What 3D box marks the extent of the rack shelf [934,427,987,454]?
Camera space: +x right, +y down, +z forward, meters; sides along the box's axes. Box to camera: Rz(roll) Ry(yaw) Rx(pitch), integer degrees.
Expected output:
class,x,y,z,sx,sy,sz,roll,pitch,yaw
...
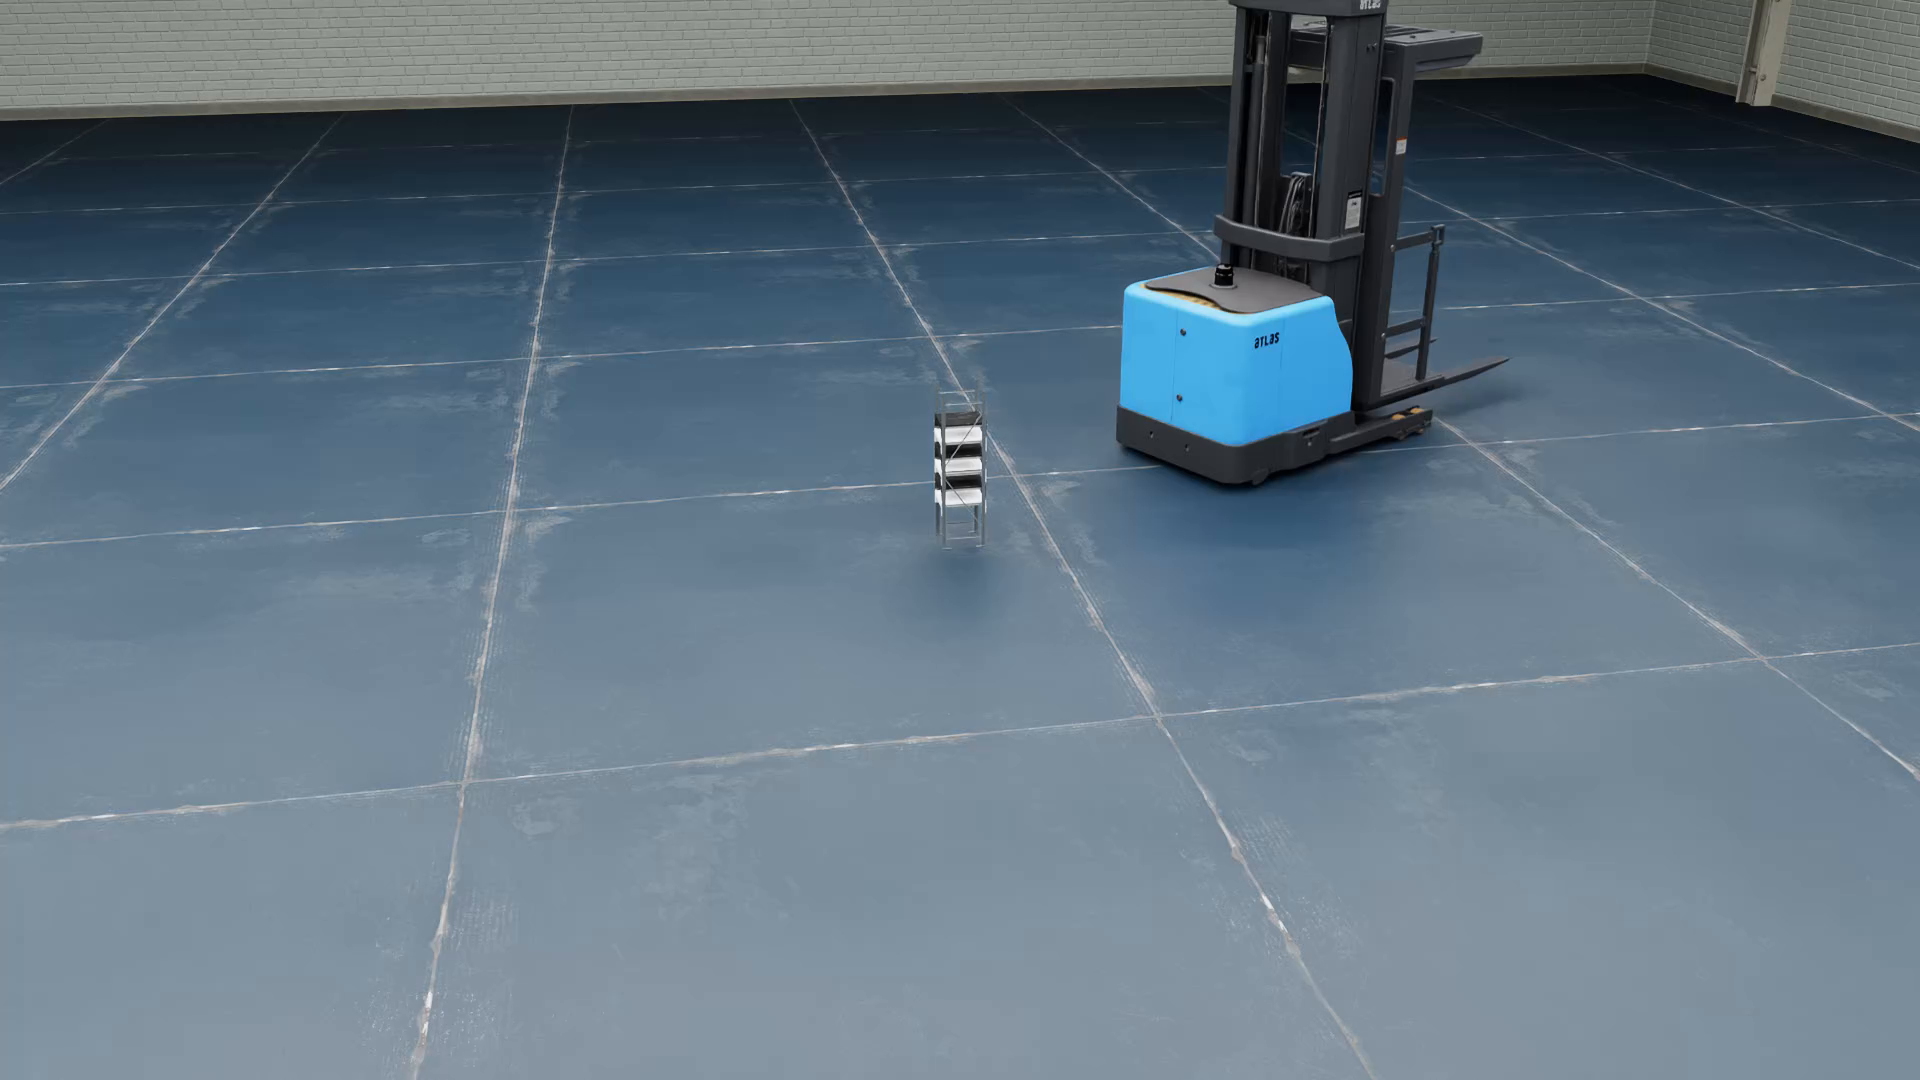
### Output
class,x,y,z,sx,sy,sz,roll,pitch,yaw
rack shelf,0.001,-0.544,9.004,0.258,0.077,0.200,-4,24,-10

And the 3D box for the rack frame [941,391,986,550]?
class,x,y,z,sx,sy,sz,roll,pitch,yaw
rack frame,0.020,-0.369,8.971,0.240,0.900,0.006,-4,24,-10

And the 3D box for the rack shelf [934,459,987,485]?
class,x,y,z,sx,sy,sz,roll,pitch,yaw
rack shelf,0.001,-0.379,9.076,0.258,0.077,0.200,-4,24,-10

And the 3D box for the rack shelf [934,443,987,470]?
class,x,y,z,sx,sy,sz,roll,pitch,yaw
rack shelf,0.001,-0.461,9.040,0.258,0.077,0.200,-4,24,-10

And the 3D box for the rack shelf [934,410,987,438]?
class,x,y,z,sx,sy,sz,roll,pitch,yaw
rack shelf,0.001,-0.626,8.968,0.258,0.077,0.200,-4,24,-10

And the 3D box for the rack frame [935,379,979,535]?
class,x,y,z,sx,sy,sz,roll,pitch,yaw
rack frame,-0.017,-0.449,9.154,0.240,0.900,0.006,-4,24,-10

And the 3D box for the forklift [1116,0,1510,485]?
class,x,y,z,sx,sy,sz,roll,pitch,yaw
forklift,2.451,-2.134,10.473,3.031,2.935,1.130,-18,29,-35

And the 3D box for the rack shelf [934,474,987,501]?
class,x,y,z,sx,sy,sz,roll,pitch,yaw
rack shelf,0.001,-0.296,9.112,0.258,0.077,0.200,-4,24,-10

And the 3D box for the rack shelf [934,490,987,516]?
class,x,y,z,sx,sy,sz,roll,pitch,yaw
rack shelf,0.001,-0.214,9.148,0.258,0.077,0.200,-4,24,-10

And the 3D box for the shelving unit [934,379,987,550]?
class,x,y,z,sx,sy,sz,roll,pitch,yaw
shelving unit,0.001,-0.409,9.063,0.258,0.900,0.210,-4,24,-10

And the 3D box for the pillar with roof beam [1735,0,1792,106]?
class,x,y,z,sx,sy,sz,roll,pitch,yaw
pillar with roof beam,6.835,-9.892,20.655,9.100,9.000,0.400,-4,24,-10
